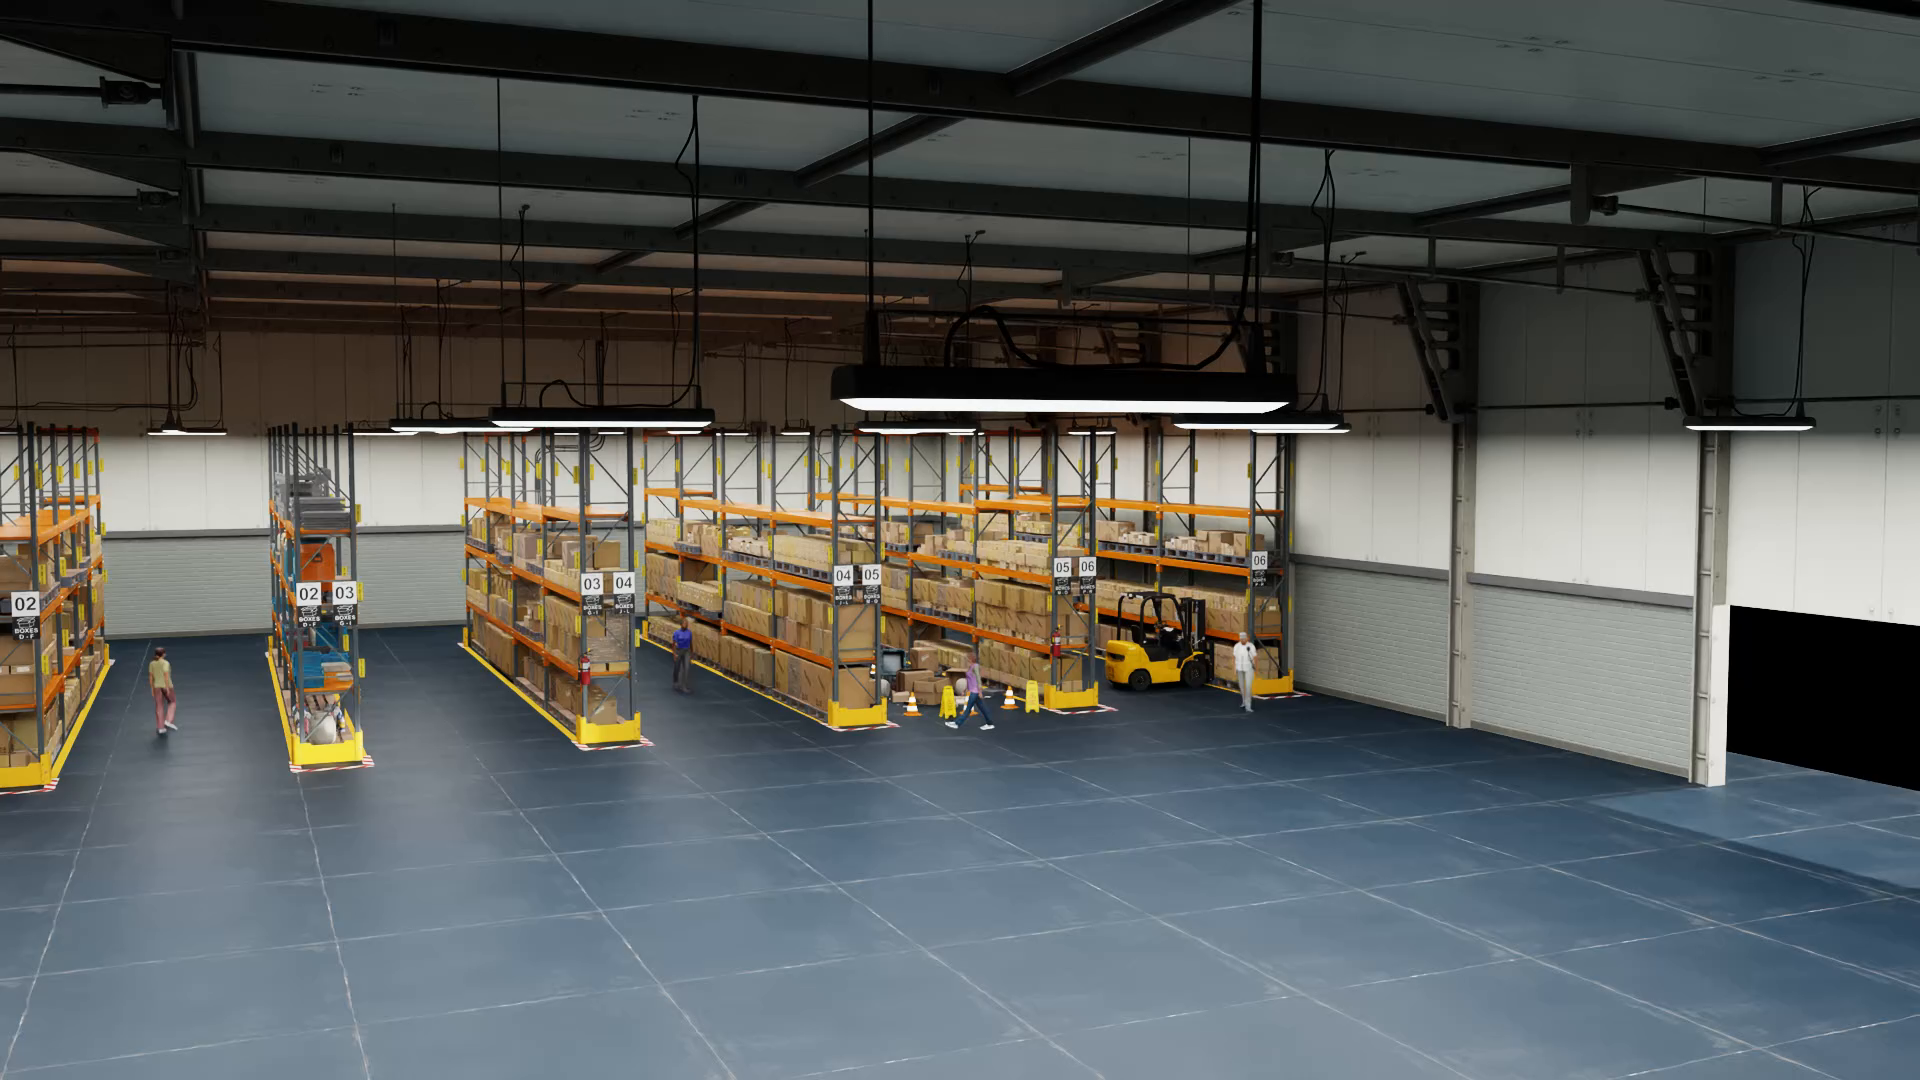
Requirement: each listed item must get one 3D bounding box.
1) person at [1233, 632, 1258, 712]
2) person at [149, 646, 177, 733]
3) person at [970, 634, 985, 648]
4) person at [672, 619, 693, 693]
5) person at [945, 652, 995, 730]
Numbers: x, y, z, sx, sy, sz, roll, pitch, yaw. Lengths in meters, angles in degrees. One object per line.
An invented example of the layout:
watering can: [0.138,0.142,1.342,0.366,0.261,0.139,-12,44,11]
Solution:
person: [6.024,2.752,35.119,0.539,1.643,0.836,2,4,30]
person: [-15.527,2.905,32.344,0.478,1.654,0.515,-1,4,-12]
person: [0.504,2.098,45.088,0.403,1.786,0.609,3,4,38]
person: [-6.296,2.613,37.805,0.538,1.650,0.785,-2,4,-28]
person: [0.195,2.953,32.483,0.980,1.536,0.435,0,3,-2]
